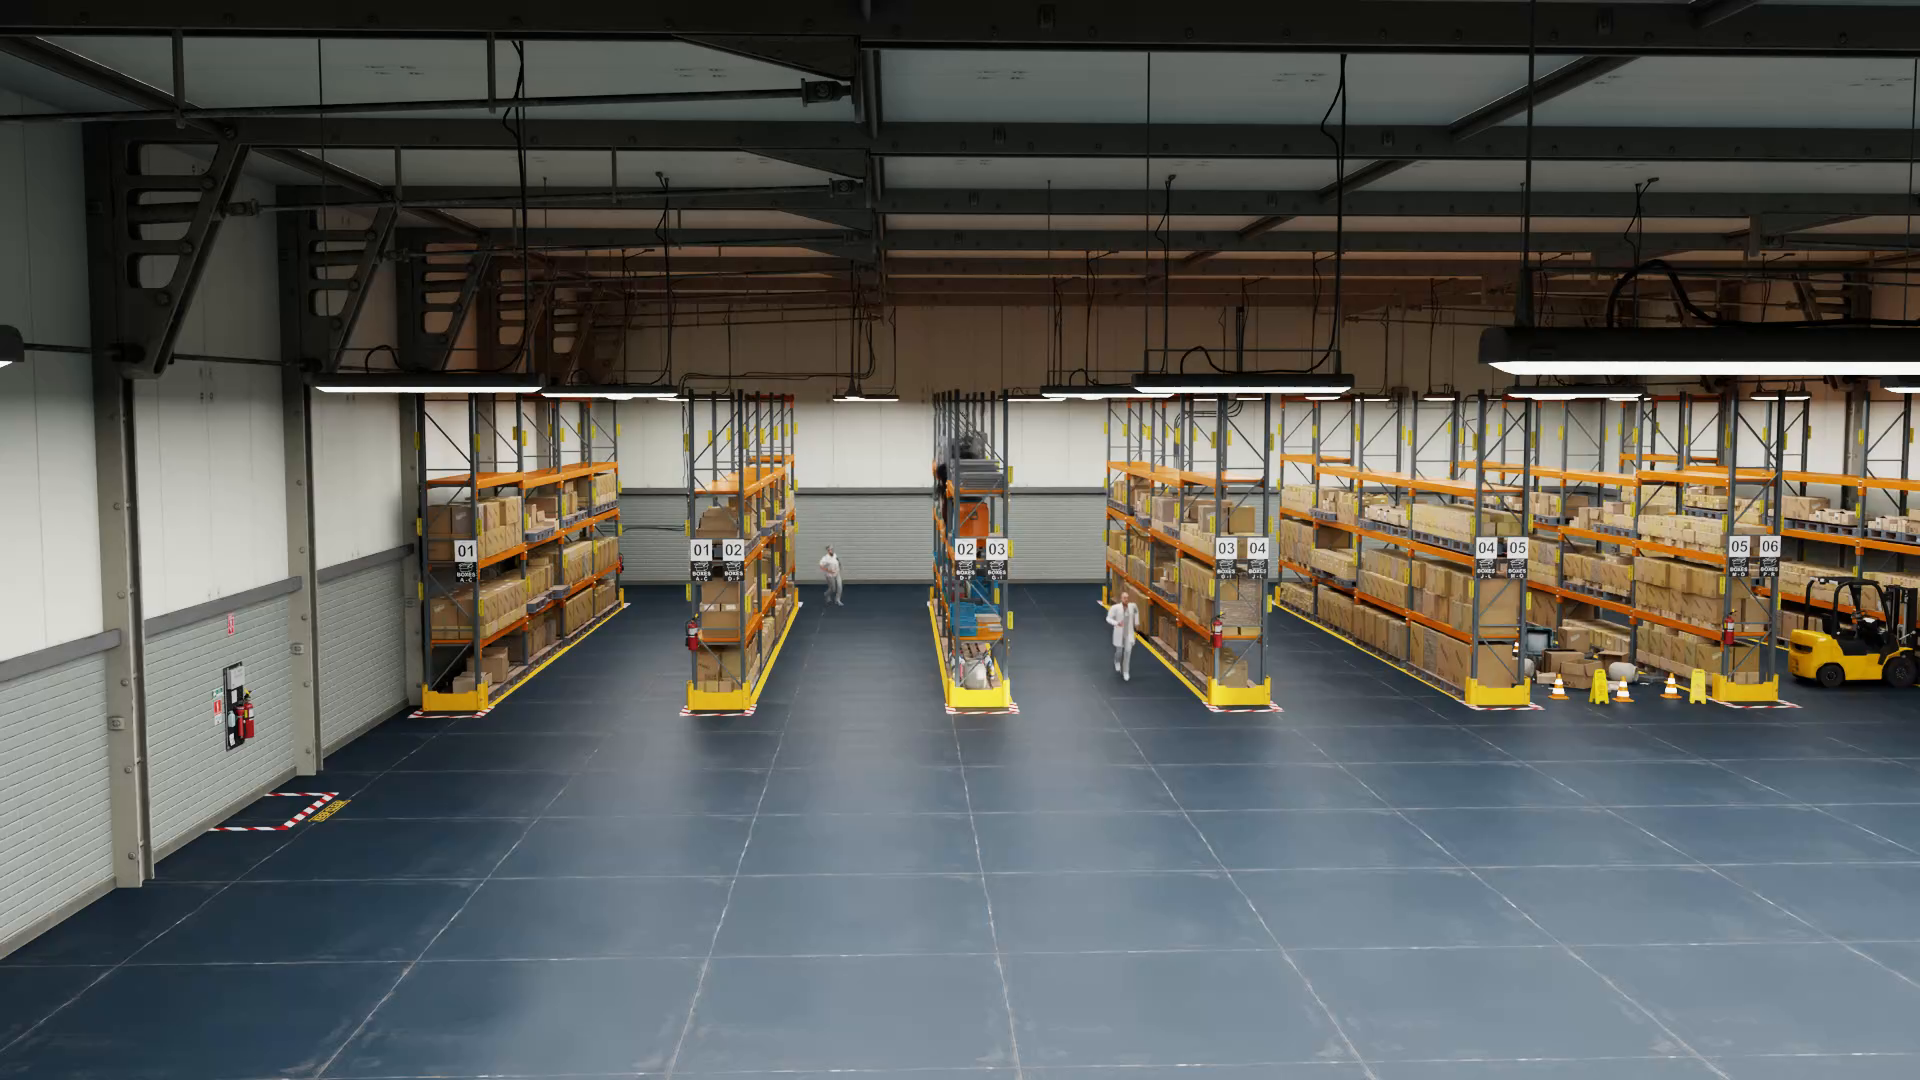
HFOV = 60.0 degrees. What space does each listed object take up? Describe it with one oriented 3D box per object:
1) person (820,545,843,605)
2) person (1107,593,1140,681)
[{"bbox_3d":[-3.706,0.993,47.569,0.697,1.738,0.703,5,7,45],"label":"person"},{"bbox_3d":[3.426,1.988,34.918,0.737,1.791,1.110,-1,5,-7],"label":"person"}]
